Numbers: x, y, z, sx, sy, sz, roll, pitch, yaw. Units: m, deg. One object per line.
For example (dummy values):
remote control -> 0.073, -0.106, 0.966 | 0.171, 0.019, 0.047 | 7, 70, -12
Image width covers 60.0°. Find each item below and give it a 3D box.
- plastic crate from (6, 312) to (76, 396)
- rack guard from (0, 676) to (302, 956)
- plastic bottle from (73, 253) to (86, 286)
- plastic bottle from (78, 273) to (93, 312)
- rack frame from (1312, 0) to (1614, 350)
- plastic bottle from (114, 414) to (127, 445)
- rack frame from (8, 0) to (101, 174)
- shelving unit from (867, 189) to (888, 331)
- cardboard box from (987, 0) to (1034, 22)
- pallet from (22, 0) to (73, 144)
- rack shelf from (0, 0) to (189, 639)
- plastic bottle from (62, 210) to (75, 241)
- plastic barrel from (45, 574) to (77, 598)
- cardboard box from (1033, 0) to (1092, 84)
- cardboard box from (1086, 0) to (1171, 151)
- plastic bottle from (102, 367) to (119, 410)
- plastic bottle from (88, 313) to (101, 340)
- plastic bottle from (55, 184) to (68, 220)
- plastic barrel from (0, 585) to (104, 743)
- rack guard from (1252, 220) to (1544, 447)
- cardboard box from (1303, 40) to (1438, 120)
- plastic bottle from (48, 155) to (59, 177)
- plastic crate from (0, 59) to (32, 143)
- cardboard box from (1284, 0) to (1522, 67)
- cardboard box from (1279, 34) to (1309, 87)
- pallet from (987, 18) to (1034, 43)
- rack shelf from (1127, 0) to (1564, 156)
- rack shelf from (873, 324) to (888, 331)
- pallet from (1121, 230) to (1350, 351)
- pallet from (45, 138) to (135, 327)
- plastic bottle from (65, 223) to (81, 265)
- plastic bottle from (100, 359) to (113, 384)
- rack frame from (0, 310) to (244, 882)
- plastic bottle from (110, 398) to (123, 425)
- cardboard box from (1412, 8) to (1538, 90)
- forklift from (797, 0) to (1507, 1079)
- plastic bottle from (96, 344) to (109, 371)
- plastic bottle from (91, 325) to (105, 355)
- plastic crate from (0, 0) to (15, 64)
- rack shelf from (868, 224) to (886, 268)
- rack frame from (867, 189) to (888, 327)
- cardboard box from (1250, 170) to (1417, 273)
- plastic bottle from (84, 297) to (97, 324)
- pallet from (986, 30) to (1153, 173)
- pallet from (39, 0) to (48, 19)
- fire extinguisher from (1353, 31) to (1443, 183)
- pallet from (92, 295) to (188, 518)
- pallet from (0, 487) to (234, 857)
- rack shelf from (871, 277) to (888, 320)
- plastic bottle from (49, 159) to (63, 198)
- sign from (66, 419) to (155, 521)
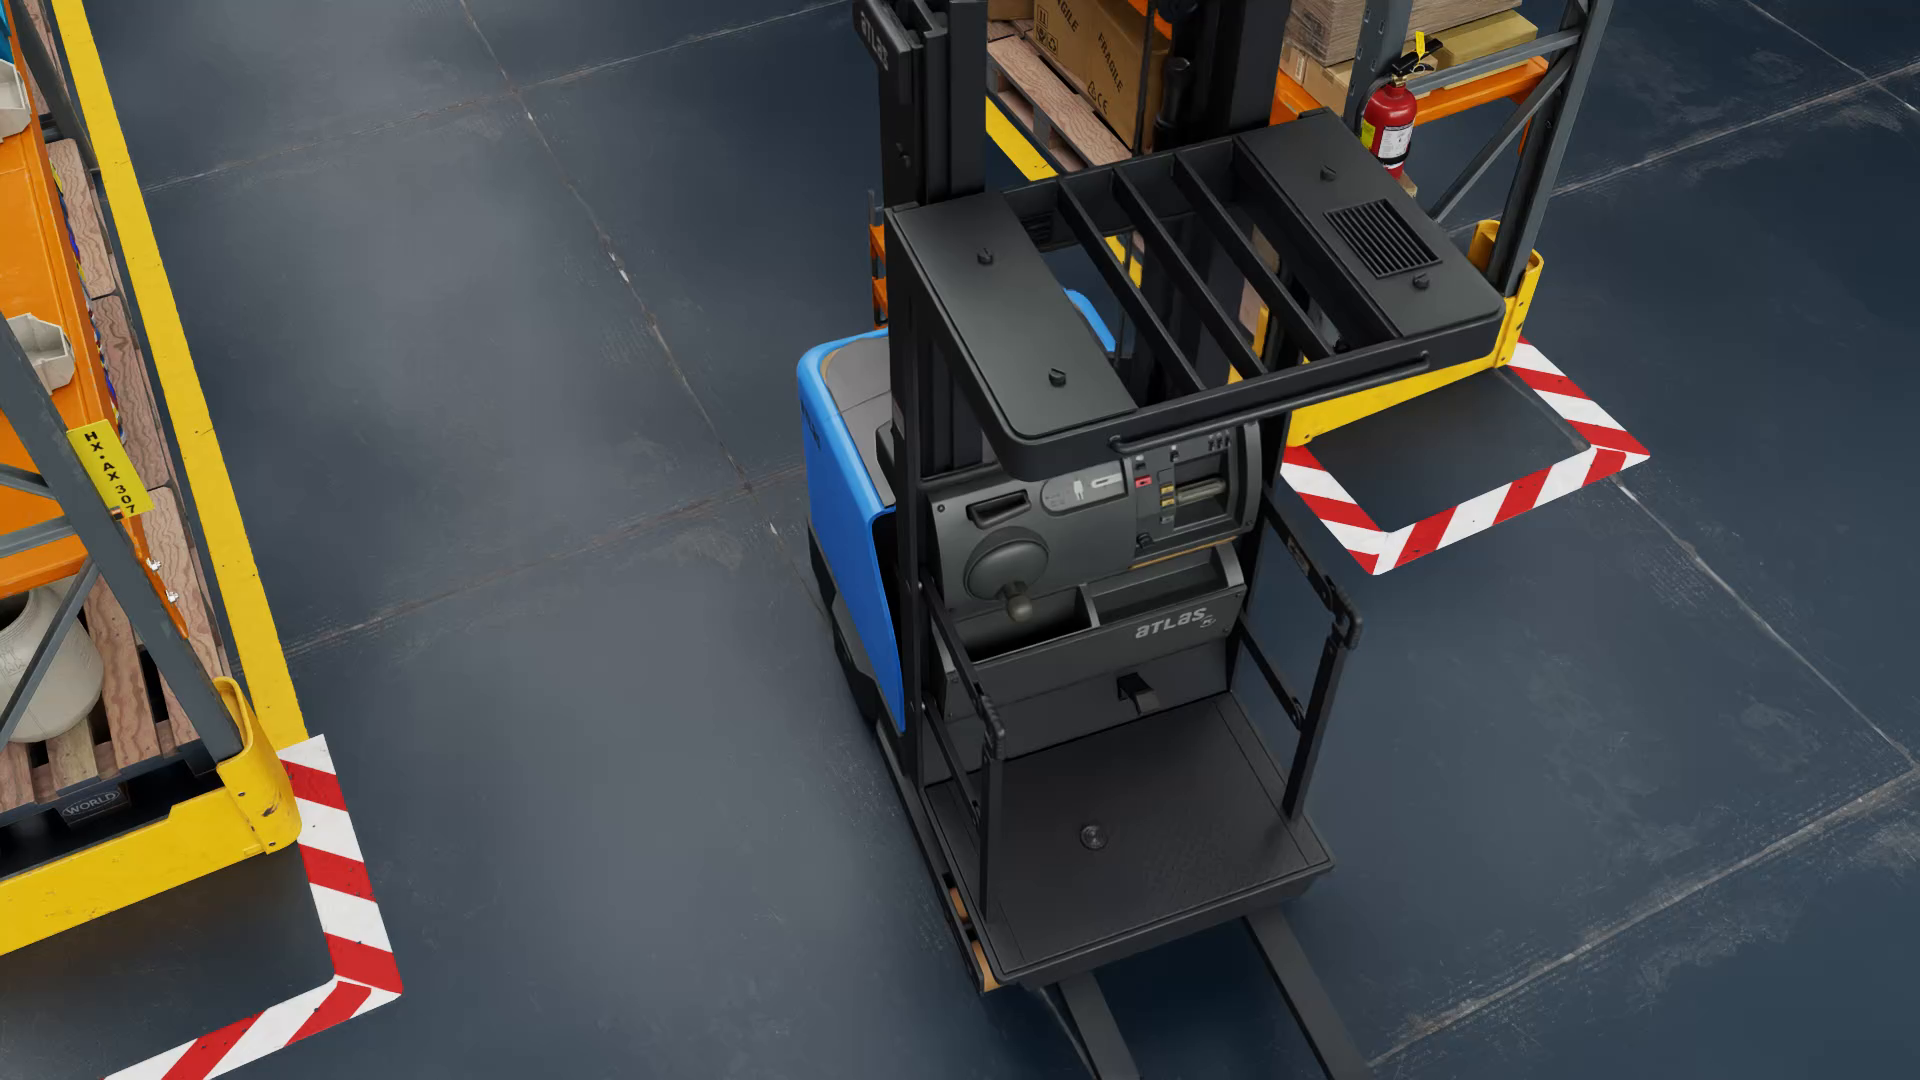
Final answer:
plastic crate -> -2.770, -0.520, 4.887 | 0.298, 0.136, 0.250 | -21, 52, -18
rack guard -> -2.724, 0.891, 5.138 | 1.175, 0.500, 0.348 | -21, 52, -18
plastic bottle -> -3.691, -1.170, 6.748 | 0.144, 0.351, 0.185 | -21, 52, -18
plastic bottle -> -3.620, -1.036, 6.680 | 0.152, 0.276, 0.135 | -20, 52, -17
rack frame -> 1.757, -1.603, 5.659 | 1.000, 3.000, 0.127 | -21, 52, -18
plastic bottle -> -3.199, -0.464, 6.184 | 0.097, 0.271, 0.097 | 0, 49, 0
rack frame -> -4.477, -2.574, 6.509 | 1.000, 3.000, 0.127 | -21, 52, -18
shelving unit -> -0.118, -0.658, 6.029 | 0.258, 1.200, 0.503 | -16, 51, -13
cardboard box -> 0.343, -2.933, 8.204 | 0.500, 0.500, 0.500 | -7, 49, -6
pallet -> -4.871, -2.168, 8.006 | 1.003, 0.211, 1.213 | -21, 52, -18
rack shelf -> -3.562, -0.999, 5.609 | 1.077, 0.370, 4.000 | -21, 52, -18
plastic bottle -> -3.839, -1.387, 6.937 | 0.144, 0.351, 0.185 | -24, 53, -19
plastic barrel -> -3.245, 0.034, 5.601 | 0.421, 0.512, 0.421 | 0, 49, 0
cardboard box -> 0.697, -2.545, 7.864 | 0.500, 0.500, 0.500 | -26, 54, -21
cardboard box -> 0.913, -2.156, 7.524 | 0.500, 0.500, 0.500 | -17, 51, -14
plastic bottle -> -3.287, -0.626, 6.317 | 0.061, 0.283, 0.133 | -20, 52, -17
plastic bottle -> -3.495, -0.896, 6.561 | 0.097, 0.271, 0.097 | 0, 49, 0
plastic bottle -> -3.926, -1.515, 7.050 | 0.144, 0.351, 0.185 | -22, 53, -18
plastic barrel -> -3.016, 0.370, 5.308 | 0.421, 0.512, 0.421 | 0, 49, 0
rack guard -> 1.722, -0.831, 6.644 | 1.175, 0.500, 0.348 | -21, 52, -18
cardboard box -> 1.443, -1.640, 5.858 | 0.380, 0.149, 0.250 | -21, 52, -18
plastic bottle -> -4.034, -1.662, 7.278 | 0.097, 0.201, 0.097 | 0, 49, 0
plastic crate -> -3.509, -1.488, 5.734 | 0.530, 0.136, 0.437 | -21, 52, -18
cardboard box -> 1.530, -2.111, 5.840 | 0.875, 0.500, 0.500 | -21, 52, -18
cardboard box -> 1.329, -1.807, 6.005 | 0.380, 0.149, 0.250 | -21, 52, -18
pallet -> 0.265, -2.925, 8.668 | 1.003, 0.211, 1.213 | -21, 52, -18
rack shelf -> 0.842, -2.705, 7.101 | 1.077, 0.370, 4.000 | -21, 52, -18
rack shelf -> -0.118, -0.614, 6.079 | 0.258, 0.148, 0.480 | -16, 51, -13
pallet -> 1.382, -1.292, 7.239 | 1.003, 0.211, 1.213 | -21, 52, -18
pallet -> -4.207, -1.192, 7.152 | 1.003, 0.211, 1.213 | -21, 52, -18
plastic bottle -> -3.727, -1.270, 6.880 | 0.061, 0.283, 0.133 | -18, 51, -15
plastic bottle -> -3.356, -0.694, 6.384 | 0.097, 0.271, 0.097 | 0, 49, 0
rack frame -> -2.647, 0.103, 4.167 | 1.000, 3.000, 0.127 | -21, 52, -18
plastic bottle -> -3.247, -0.511, 6.271 | 0.097, 0.201, 0.097 | 0, 49, 0
cardboard box -> 1.839, -1.793, 5.992 | 0.380, 0.149, 0.250 | -21, 52, -18
forklift -> 0.449, 0.038, 4.270 | 1.130, 2.935, 3.031 | -16, 51, -13
plastic bottle -> -3.402, -0.761, 6.443 | 0.097, 0.271, 0.097 | 0, 49, 0
plastic bottle -> -3.447, -0.804, 6.527 | 0.097, 0.201, 0.097 | 0, 49, 0
plastic crate -> -3.729, -1.878, 5.998 | 0.499, 0.251, 0.616 | -21, 52, -18
rack shelf -> -0.118, -0.917, 5.733 | 0.258, 0.148, 0.480 | -16, 51, -13
rack frame -> -0.204, -0.830, 6.179 | 0.240, 1.200, 0.015 | -16, 51, -13
cardboard box -> 1.486, -1.342, 6.813 | 0.500, 0.500, 0.500 | -13, 50, -11
plastic bottle -> -3.541, -0.941, 6.647 | 0.097, 0.201, 0.097 | 0, 49, 0
pallet -> 0.828, -2.107, 7.953 | 1.003, 0.211, 1.213 | -21, 52, -18
pallet -> -5.433, -2.986, 8.721 | 1.003, 0.211, 1.213 | -21, 52, -18
fire extinguisher -> 1.400, -1.342, 5.482 | 0.296, 0.674, 0.183 | -21, 52, -18
pallet -> -3.645, -0.375, 6.437 | 1.003, 0.211, 1.213 | -21, 52, -18
pallet -> -3.091, 0.441, 5.724 | 1.003, 0.211, 1.213 | -21, 52, -18
rack shelf -> -0.118, -0.761, 5.911 | 0.258, 0.148, 0.480 | -16, 51, -13
plastic bottle -> -3.964, -1.616, 7.183 | 0.061, 0.283, 0.133 | -19, 51, -16
sign -> -2.156, -0.175, 4.226 | 0.100, 0.325, 0.005 | -21, 52, -18
